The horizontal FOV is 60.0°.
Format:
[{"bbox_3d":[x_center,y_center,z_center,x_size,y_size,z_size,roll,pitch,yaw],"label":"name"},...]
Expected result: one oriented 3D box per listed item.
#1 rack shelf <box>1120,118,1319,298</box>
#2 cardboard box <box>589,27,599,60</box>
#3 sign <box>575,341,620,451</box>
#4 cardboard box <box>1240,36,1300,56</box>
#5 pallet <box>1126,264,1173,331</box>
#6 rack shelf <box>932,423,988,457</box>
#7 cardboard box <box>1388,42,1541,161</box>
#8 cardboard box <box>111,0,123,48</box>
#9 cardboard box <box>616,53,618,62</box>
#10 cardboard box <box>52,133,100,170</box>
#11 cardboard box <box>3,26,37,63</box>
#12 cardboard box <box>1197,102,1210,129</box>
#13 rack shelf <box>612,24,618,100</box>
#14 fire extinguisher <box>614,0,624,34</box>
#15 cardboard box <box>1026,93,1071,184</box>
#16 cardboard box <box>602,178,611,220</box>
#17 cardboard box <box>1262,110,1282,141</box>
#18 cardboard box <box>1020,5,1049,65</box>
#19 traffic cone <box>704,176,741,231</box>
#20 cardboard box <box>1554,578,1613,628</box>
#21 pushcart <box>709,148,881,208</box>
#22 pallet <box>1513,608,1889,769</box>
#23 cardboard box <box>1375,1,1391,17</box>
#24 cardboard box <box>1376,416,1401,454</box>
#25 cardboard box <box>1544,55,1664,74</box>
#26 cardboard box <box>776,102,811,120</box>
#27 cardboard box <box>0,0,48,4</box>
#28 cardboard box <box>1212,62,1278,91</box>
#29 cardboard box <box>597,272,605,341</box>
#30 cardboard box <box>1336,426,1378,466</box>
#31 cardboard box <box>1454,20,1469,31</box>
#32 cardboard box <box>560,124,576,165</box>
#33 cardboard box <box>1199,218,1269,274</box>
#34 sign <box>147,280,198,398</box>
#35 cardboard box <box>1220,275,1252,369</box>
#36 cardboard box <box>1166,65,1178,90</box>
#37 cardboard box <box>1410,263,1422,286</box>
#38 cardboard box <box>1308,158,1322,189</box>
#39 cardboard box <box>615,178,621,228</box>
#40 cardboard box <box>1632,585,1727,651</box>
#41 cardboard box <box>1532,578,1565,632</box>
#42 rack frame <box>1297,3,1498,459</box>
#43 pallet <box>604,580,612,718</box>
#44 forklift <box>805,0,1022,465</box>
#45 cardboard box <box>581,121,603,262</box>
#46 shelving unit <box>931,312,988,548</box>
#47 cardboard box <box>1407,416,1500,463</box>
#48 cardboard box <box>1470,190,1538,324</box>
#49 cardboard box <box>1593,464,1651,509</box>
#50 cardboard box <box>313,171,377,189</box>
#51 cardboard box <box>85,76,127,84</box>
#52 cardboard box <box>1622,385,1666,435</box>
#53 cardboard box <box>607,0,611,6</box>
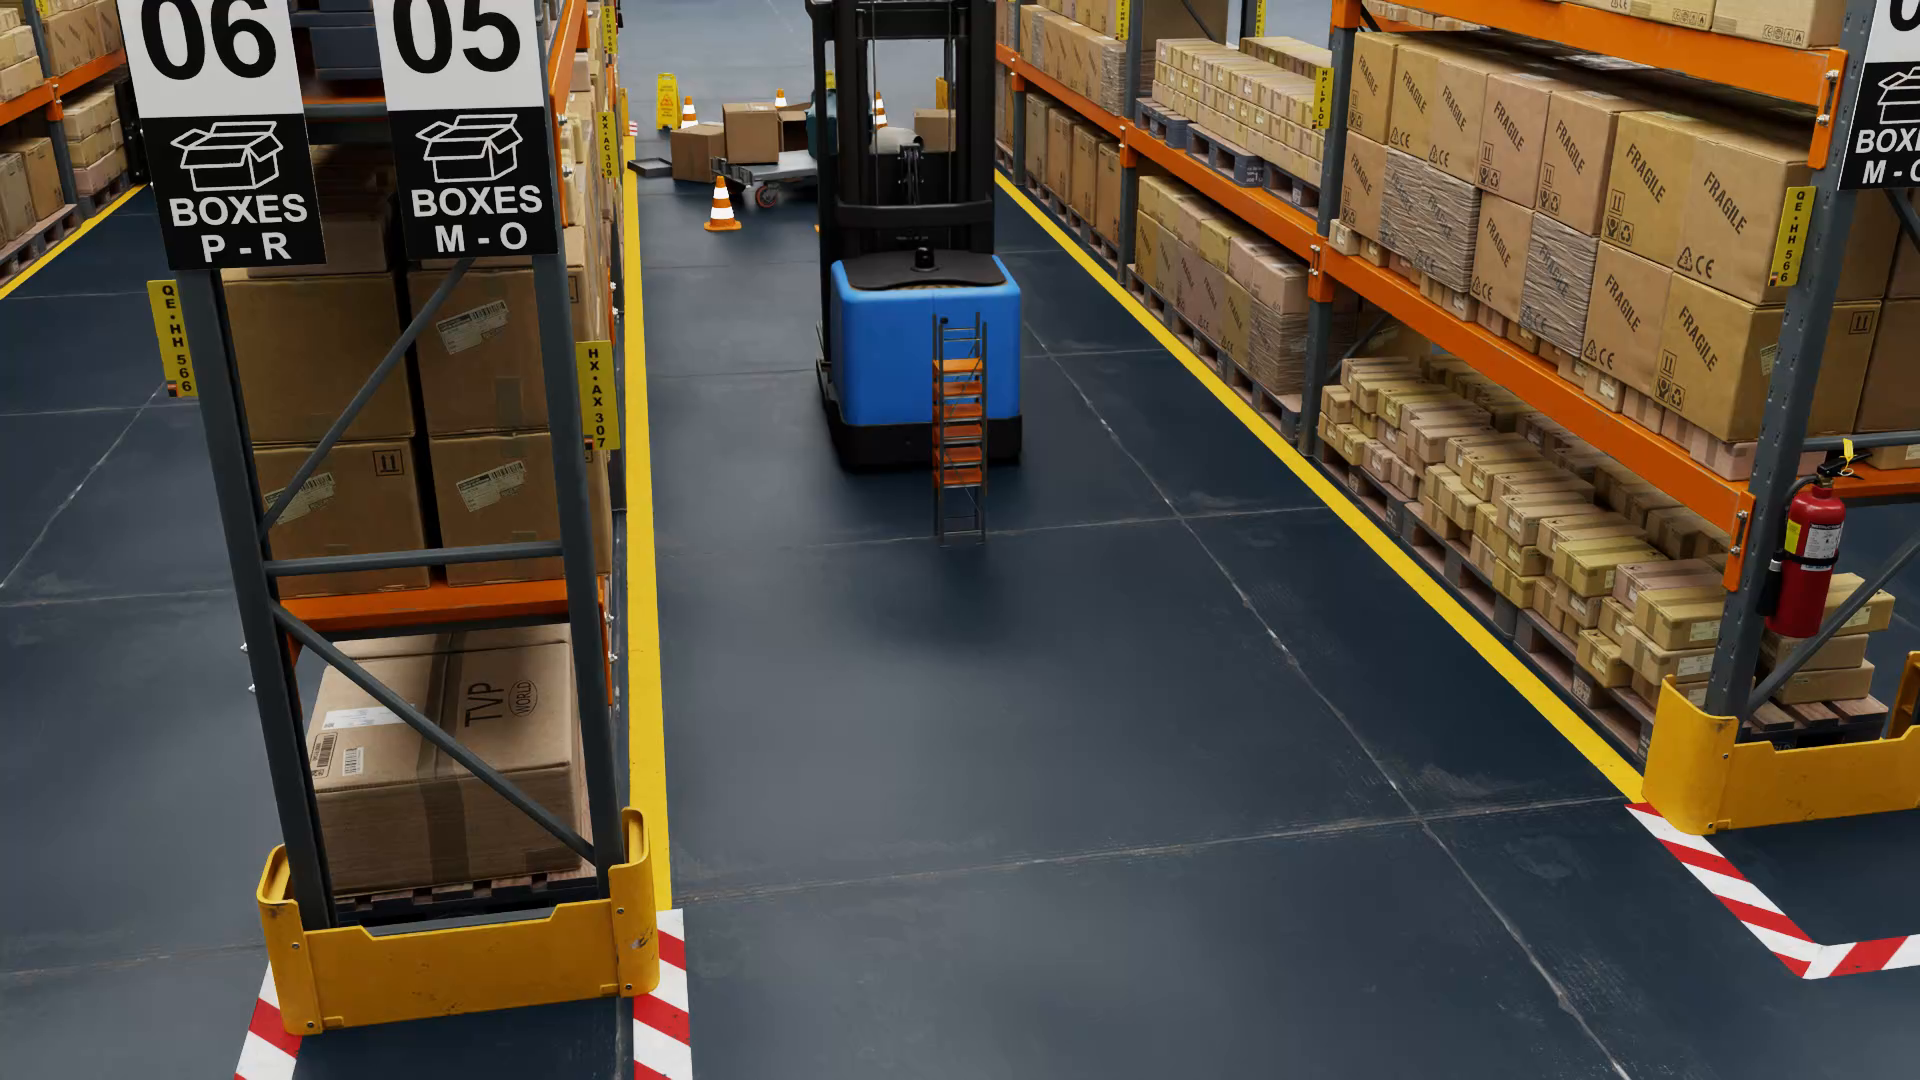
[{"bbox_3d":[2.153,-2.376,11.341,1.077,0.370,4.000,-4,24,-10],"label":"rack shelf"},{"bbox_3d":[-2.435,-2.810,10.061,0.500,0.500,0.500,-5,24,-11],"label":"cardboard box"},{"bbox_3d":[-1.037,-0.411,4.764,0.100,0.325,0.005,-4,24,-10],"label":"sign"},{"bbox_3d":[2.325,-3.684,12.482,0.380,0.149,0.250,-5,24,-12],"label":"cardboard box"},{"bbox_3d":[1.926,-1.907,12.853,1.003,0.211,1.213,-4,24,-10],"label":"pallet"},{"bbox_3d":[-0.003,-0.515,8.541,0.258,0.103,0.180,-4,24,-10],"label":"rack shelf"},{"bbox_3d":[2.478,-2.161,8.205,0.500,0.500,0.500,-5,24,-11],"label":"cardboard box"},{"bbox_3d":[-8.888,-5.330,17.080,0.500,0.500,0.500,-5,24,-11],"label":"cardboard box"},{"bbox_3d":[-4.004,-5.371,18.464,0.380,0.149,0.250,-4,24,-8],"label":"cardboard box"},{"bbox_3d":[-8.466,-3.665,15.681,0.500,0.250,0.500,-4,24,-10],"label":"cardboard box"},{"bbox_3d":[-8.338,-4.277,14.358,0.500,0.250,0.500,-5,24,-11],"label":"cardboard box"},{"bbox_3d":[1.871,-2.957,11.561,0.380,0.149,0.250,-4,24,-8],"label":"cardboard box"},{"bbox_3d":[-4.172,-5.117,17.616,1.077,0.370,4.000,-4,24,-10],"label":"rack shelf"},{"bbox_3d":[-4.110,-6.277,19.470,0.296,0.674,0.183,-4,24,-10],"label":"fire extinguisher"},{"bbox_3d":[1.247,-3.990,16.424,1.050,0.750,0.750,-4,24,-10],"label":"cardboard box"},{"bbox_3d":[-2.127,-1.867,8.840,0.500,0.250,0.500,-5,24,-11],"label":"cardboard box"},{"bbox_3d":[2.108,-2.583,10.334,0.380,0.149,0.250,-5,24,-11],"label":"cardboard box"},{"bbox_3d":[0.876,-4.885,16.062,0.500,0.500,0.500,-4,24,-9],"label":"cardboard box"},{"bbox_3d":[-2.197,-3.113,15.300,0.336,0.463,0.334,-4,24,-10],"label":"traffic cone"},{"bbox_3d":[2.787,0.241,7.116,0.380,0.149,0.250,-5,24,-12],"label":"cardboard box"},{"bbox_3d":[-1.571,-3.646,16.628,1.648,0.377,0.936,-13,27,-28],"label":"pushcart"},{"bbox_3d":[3.133,0.580,7.158,1.003,0.211,1.213,-4,24,-10],"label":"pallet"},{"bbox_3d":[5.180,-6.327,19.802,0.380,0.149,0.250,-4,24,-10],"label":"cardboard box"},{"bbox_3d":[2.491,-0.589,9.017,0.380,0.149,0.250,-4,24,-10],"label":"cardboard box"},{"bbox_3d":[3.057,-1.989,7.811,0.500,0.500,0.500,-4,24,-8],"label":"cardboard box"},{"bbox_3d":[-1.729,-4.585,18.620,0.637,0.503,0.797,18,29,36],"label":"cardboard box"},{"bbox_3d":[-8.447,-4.918,14.955,0.380,0.149,0.250,-4,24,-9],"label":"cardboard box"},{"bbox_3d":[1.923,-3.129,11.213,0.380,0.149,0.250,-4,24,-8],"label":"cardboard box"},{"bbox_3d":[-1.696,-0.790,6.685,0.500,0.500,0.500,-4,24,-8],"label":"cardboard box"},{"bbox_3d":[2.324,-0.533,9.261,0.380,0.149,0.250,-4,24,-8],"label":"cardboard box"},{"bbox_3d":[5.584,-5.543,18.007,0.380,0.149,0.250,-4,24,-10],"label":"cardboard box"},{"bbox_3d":[-1.602,-1.412,6.052,0.380,0.149,0.250,-4,24,-9],"label":"cardboard box"},{"bbox_3d":[1.943,-1.994,11.229,0.500,0.250,0.500,-5,24,-12],"label":"cardboard box"},{"bbox_3d":[-2.119,-0.544,4.505,0.100,0.325,0.005,-4,24,-10],"label":"sign"},{"bbox_3d":[2.044,-1.440,10.898,0.500,0.500,0.500,-5,24,-11],"label":"cardboard box"},{"bbox_3d":[1.728,-3.395,12.192,0.380,0.149,0.250,-3,24,-7],"label":"cardboard box"},{"bbox_3d":[2.520,-1.364,8.439,0.380,0.149,0.250,-5,24,-12],"label":"cardboard box"},{"bbox_3d":[2.255,-2.138,9.687,0.380,0.149,0.250,-5,24,-11],"label":"cardboard box"},{"bbox_3d":[-3.436,-2.886,14.368,0.950,0.372,0.625,-4,24,-8],"label":"cardboard box"},{"bbox_3d":[2.916,0.306,6.595,0.380,0.149,0.250,-4,24,-9],"label":"cardboard box"},{"bbox_3d":[2.791,0.277,7.406,0.380,0.149,0.250,-4,24,-9],"label":"cardboard box"},{"bbox_3d":[2.523,-1.919,9.396,1.000,3.000,0.127,-4,24,-10],"label":"rack frame"},{"bbox_3d":[-2.030,0.551,7.225,1.003,0.211,1.213,-4,24,-10],"label":"pallet"},{"bbox_3d":[-0.366,-2.332,10.427,1.130,2.935,3.031,-3,24,-8],"label":"forklift"},{"bbox_3d":[-1.775,-1.452,6.953,0.500,0.500,0.500,-4,24,-9],"label":"cardboard box"},{"bbox_3d":[-0.003,-0.556,8.523,0.258,1.200,0.189,-4,24,-10],"label":"shelving unit"},{"bbox_3d":[2.508,-0.511,8.467,0.380,0.149,0.250,-4,24,-9],"label":"cardboard box"},{"bbox_3d":[2.651,-1.284,7.446,0.500,0.500,0.500,-3,24,-7],"label":"cardboard box"},{"bbox_3d":[3.237,-0.252,7.873,0.380,0.149,0.250,-4,24,-9],"label":"cardboard box"},{"bbox_3d":[-2.047,-1.061,5.246,0.380,0.149,0.250,-5,24,-10],"label":"cardboard box"},{"bbox_3d":[-8.824,-4.699,17.422,0.500,0.250,0.500,-4,24,-9],"label":"cardboard box"},{"bbox_3d":[2.854,-0.536,6.543,0.380,0.149,0.250,-5,24,-10],"label":"cardboard box"},{"bbox_3d":[-3.610,-5.036,16.035,0.500,0.500,0.500,-4,24,-10],"label":"cardboard box"}]
